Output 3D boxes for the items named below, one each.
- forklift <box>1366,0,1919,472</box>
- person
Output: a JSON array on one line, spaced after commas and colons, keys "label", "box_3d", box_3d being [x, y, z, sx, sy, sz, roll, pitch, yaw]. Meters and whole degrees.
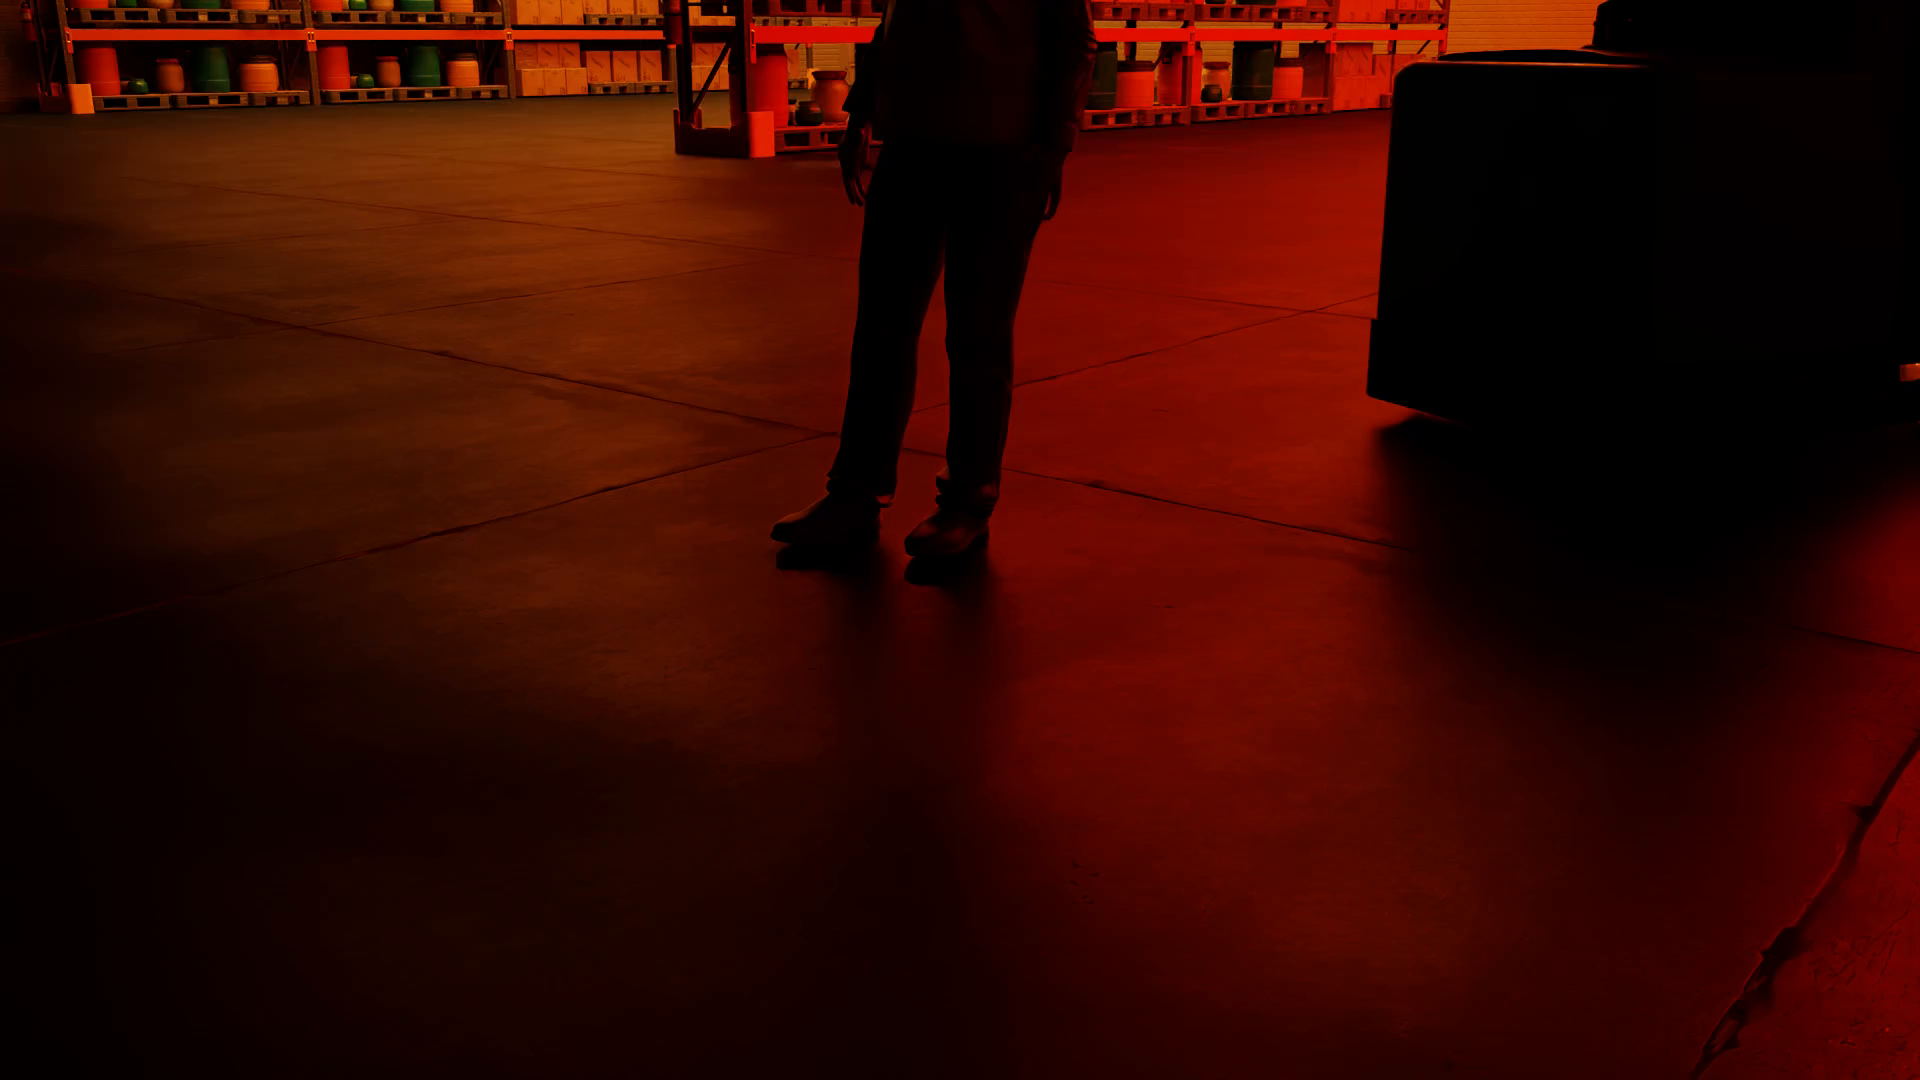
[{"label": "forklift", "box_3d": [2.819, -1.863, 5.032, 3.031, 2.935, 1.130, -8, 19, -26]}, {"label": "person", "box_3d": [-0.046, -0.843, 3.640, 0.634, 1.775, 0.566, 13, 21, 37]}]
